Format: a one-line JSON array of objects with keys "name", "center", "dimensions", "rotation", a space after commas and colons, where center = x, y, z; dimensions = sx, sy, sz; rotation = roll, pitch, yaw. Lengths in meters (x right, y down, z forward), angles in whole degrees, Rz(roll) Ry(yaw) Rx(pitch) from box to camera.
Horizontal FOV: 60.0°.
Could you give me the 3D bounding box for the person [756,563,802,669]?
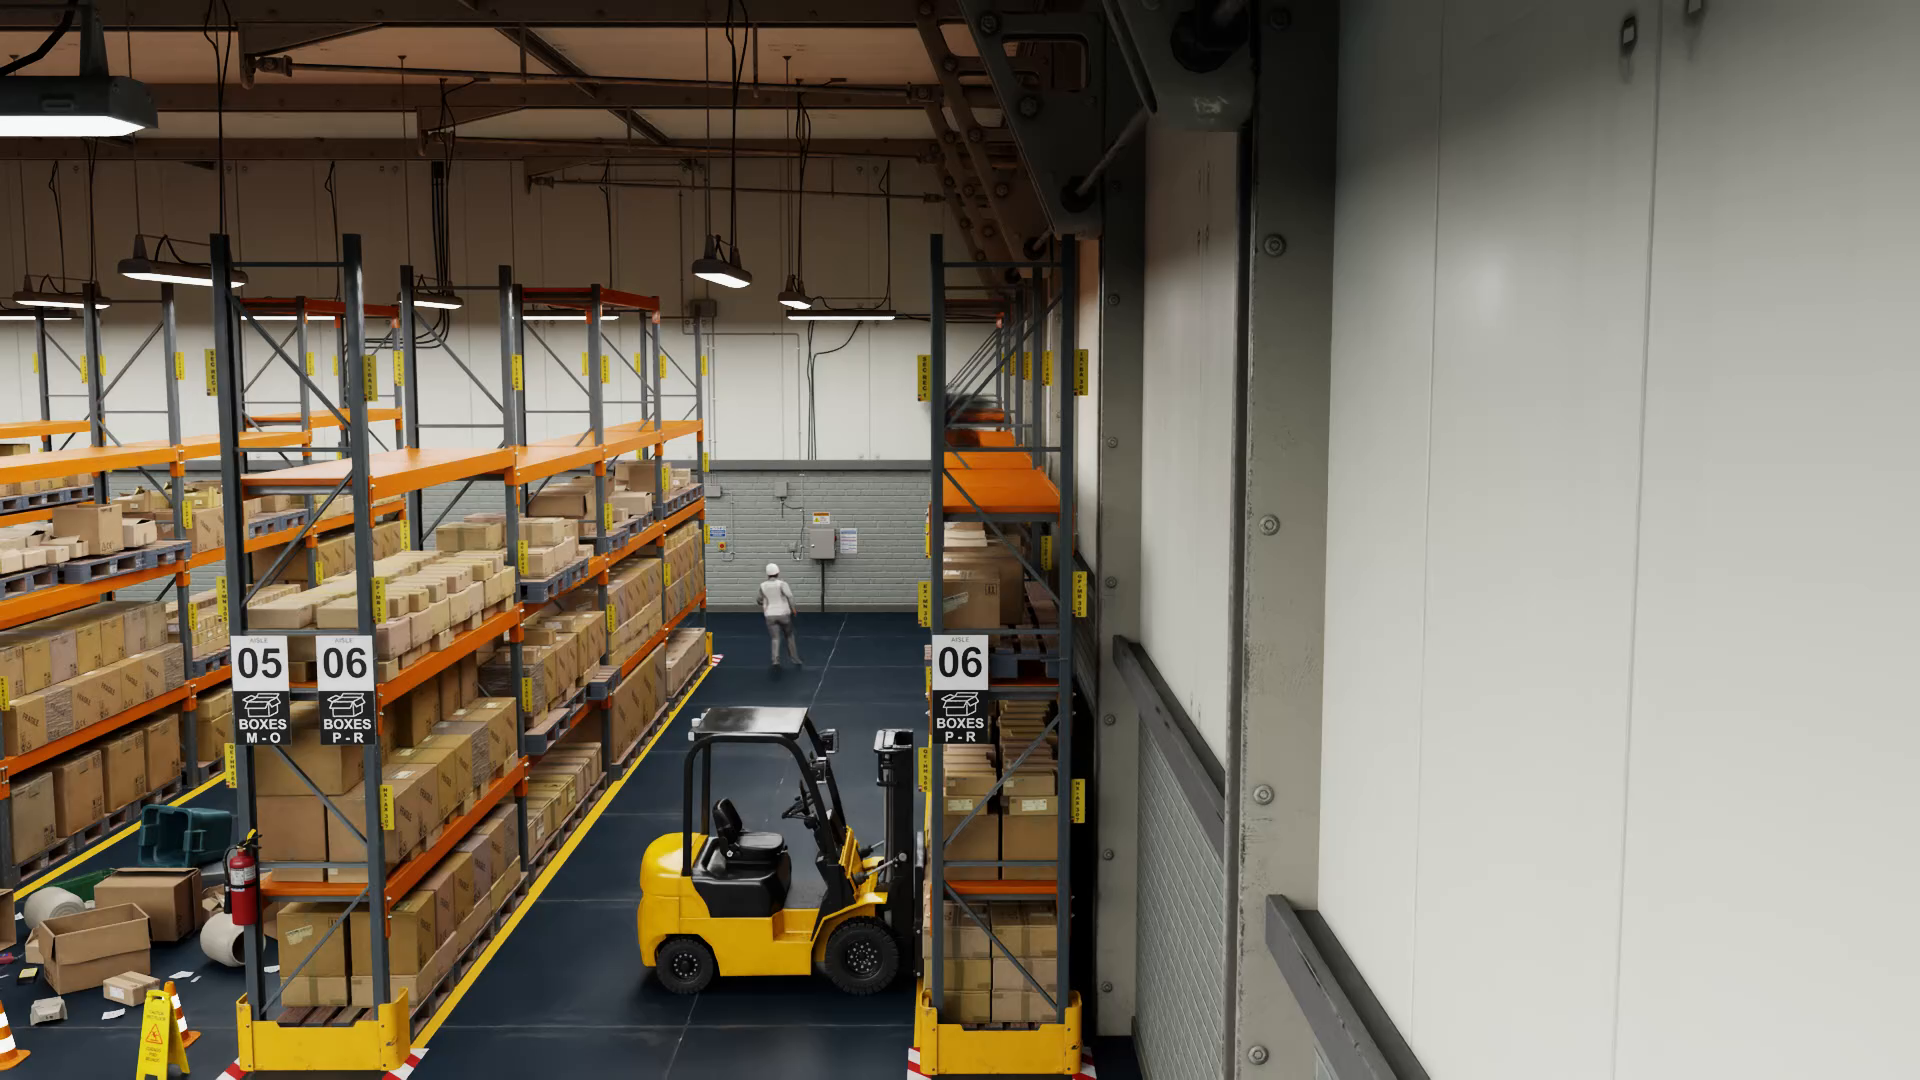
[{"name": "person", "center": [-3.018, 1.249, 27.329], "dimensions": [0.684, 1.727, 0.947], "rotation": [1, 6, 6]}]
